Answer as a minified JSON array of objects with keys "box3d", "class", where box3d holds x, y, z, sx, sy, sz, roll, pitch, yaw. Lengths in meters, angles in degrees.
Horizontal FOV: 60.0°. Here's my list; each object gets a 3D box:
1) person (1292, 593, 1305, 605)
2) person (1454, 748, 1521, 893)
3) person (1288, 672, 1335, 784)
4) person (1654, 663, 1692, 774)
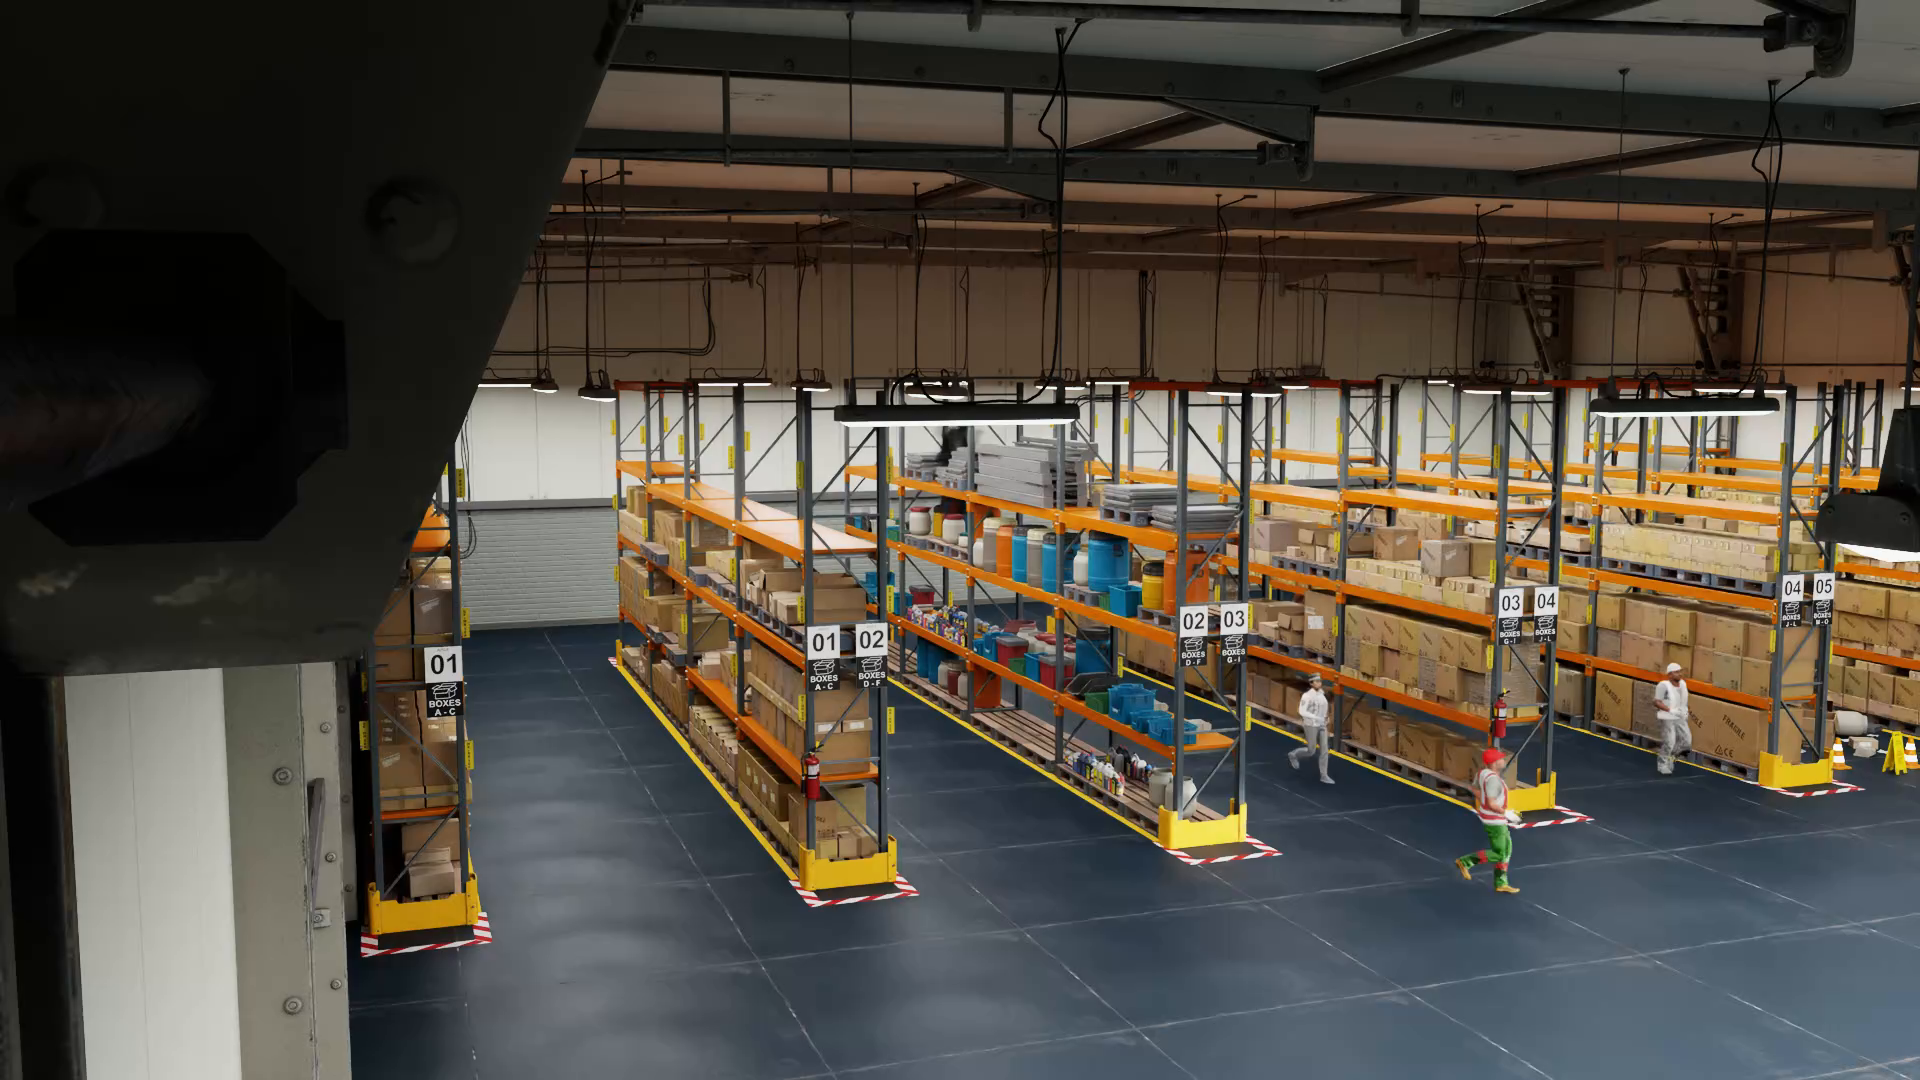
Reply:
[{"box3d":[8.411,1.202,40.890,0.682,1.627,0.645,5,8,37],"class":"person"},{"box3d":[6.336,3.357,19.936,0.788,1.754,0.661,1,6,7],"class":"person"},{"box3d":[5.388,2.821,25.250,0.618,1.664,0.890,-4,7,-34],"class":"person"},{"box3d":[11.006,2.754,25.561,0.711,1.738,0.595,-2,6,-20],"class":"person"}]
